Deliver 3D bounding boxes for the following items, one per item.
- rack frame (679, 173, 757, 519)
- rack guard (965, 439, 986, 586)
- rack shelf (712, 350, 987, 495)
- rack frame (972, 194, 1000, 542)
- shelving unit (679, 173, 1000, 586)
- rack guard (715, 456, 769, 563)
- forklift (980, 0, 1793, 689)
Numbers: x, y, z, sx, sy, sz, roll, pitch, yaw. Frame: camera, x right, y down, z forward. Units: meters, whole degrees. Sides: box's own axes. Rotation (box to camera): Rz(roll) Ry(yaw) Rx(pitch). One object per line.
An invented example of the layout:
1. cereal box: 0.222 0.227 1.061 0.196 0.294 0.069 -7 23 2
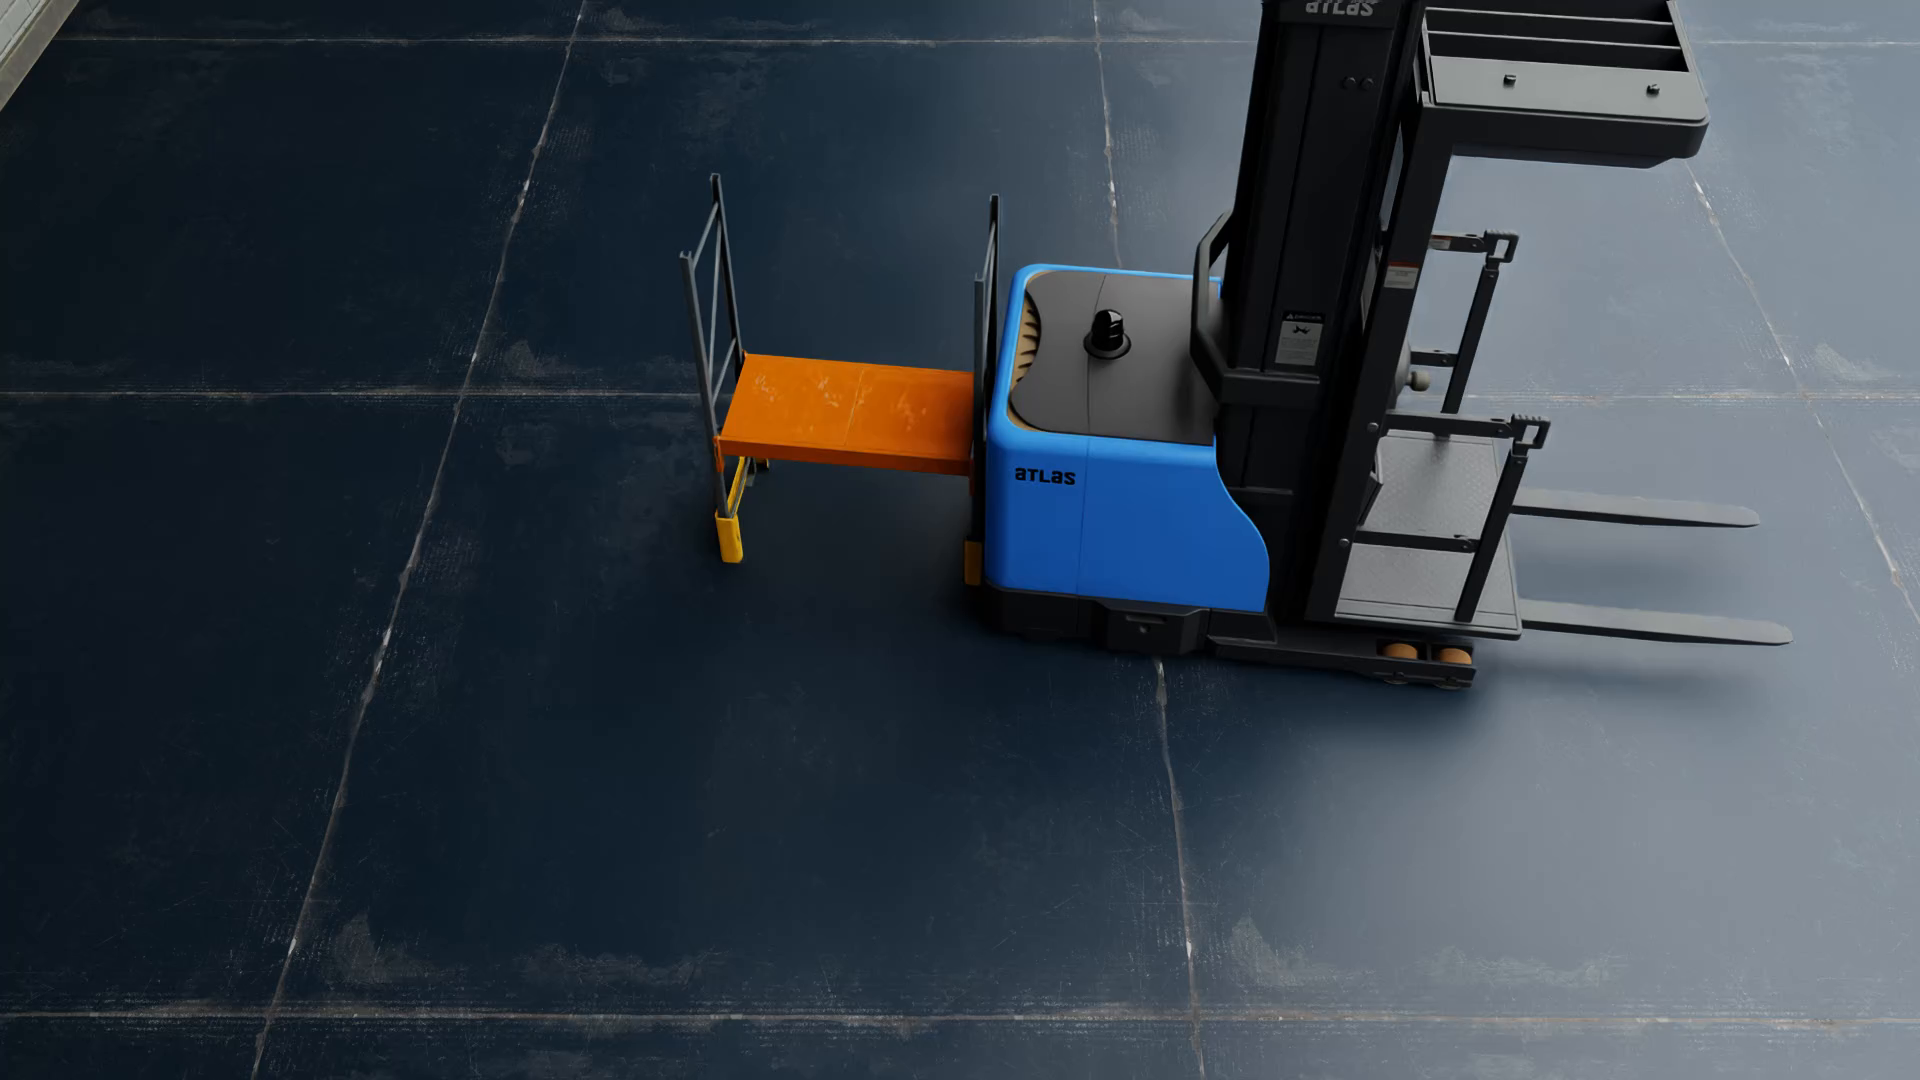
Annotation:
1. rack frame: -0.914 -0.633 6.396 0.032 1.500 0.500 5 47 5
2. rack guard: 0.094 -0.116 6.768 0.087 0.250 0.587 5 47 5
3. rack shelf: -0.409 -0.465 6.485 1.000 0.185 0.538 5 47 5
4. rack frame: 0.095 -0.541 6.310 0.032 1.500 0.500 5 47 5
5. shelving unit: -0.400 -0.587 6.352 1.083 1.500 0.587 5 47 5
6. rack guard: -0.895 -0.206 6.852 0.087 0.250 0.587 5 47 5
7. forklift: 1.634 -0.849 5.619 3.031 2.935 1.130 5 47 5
